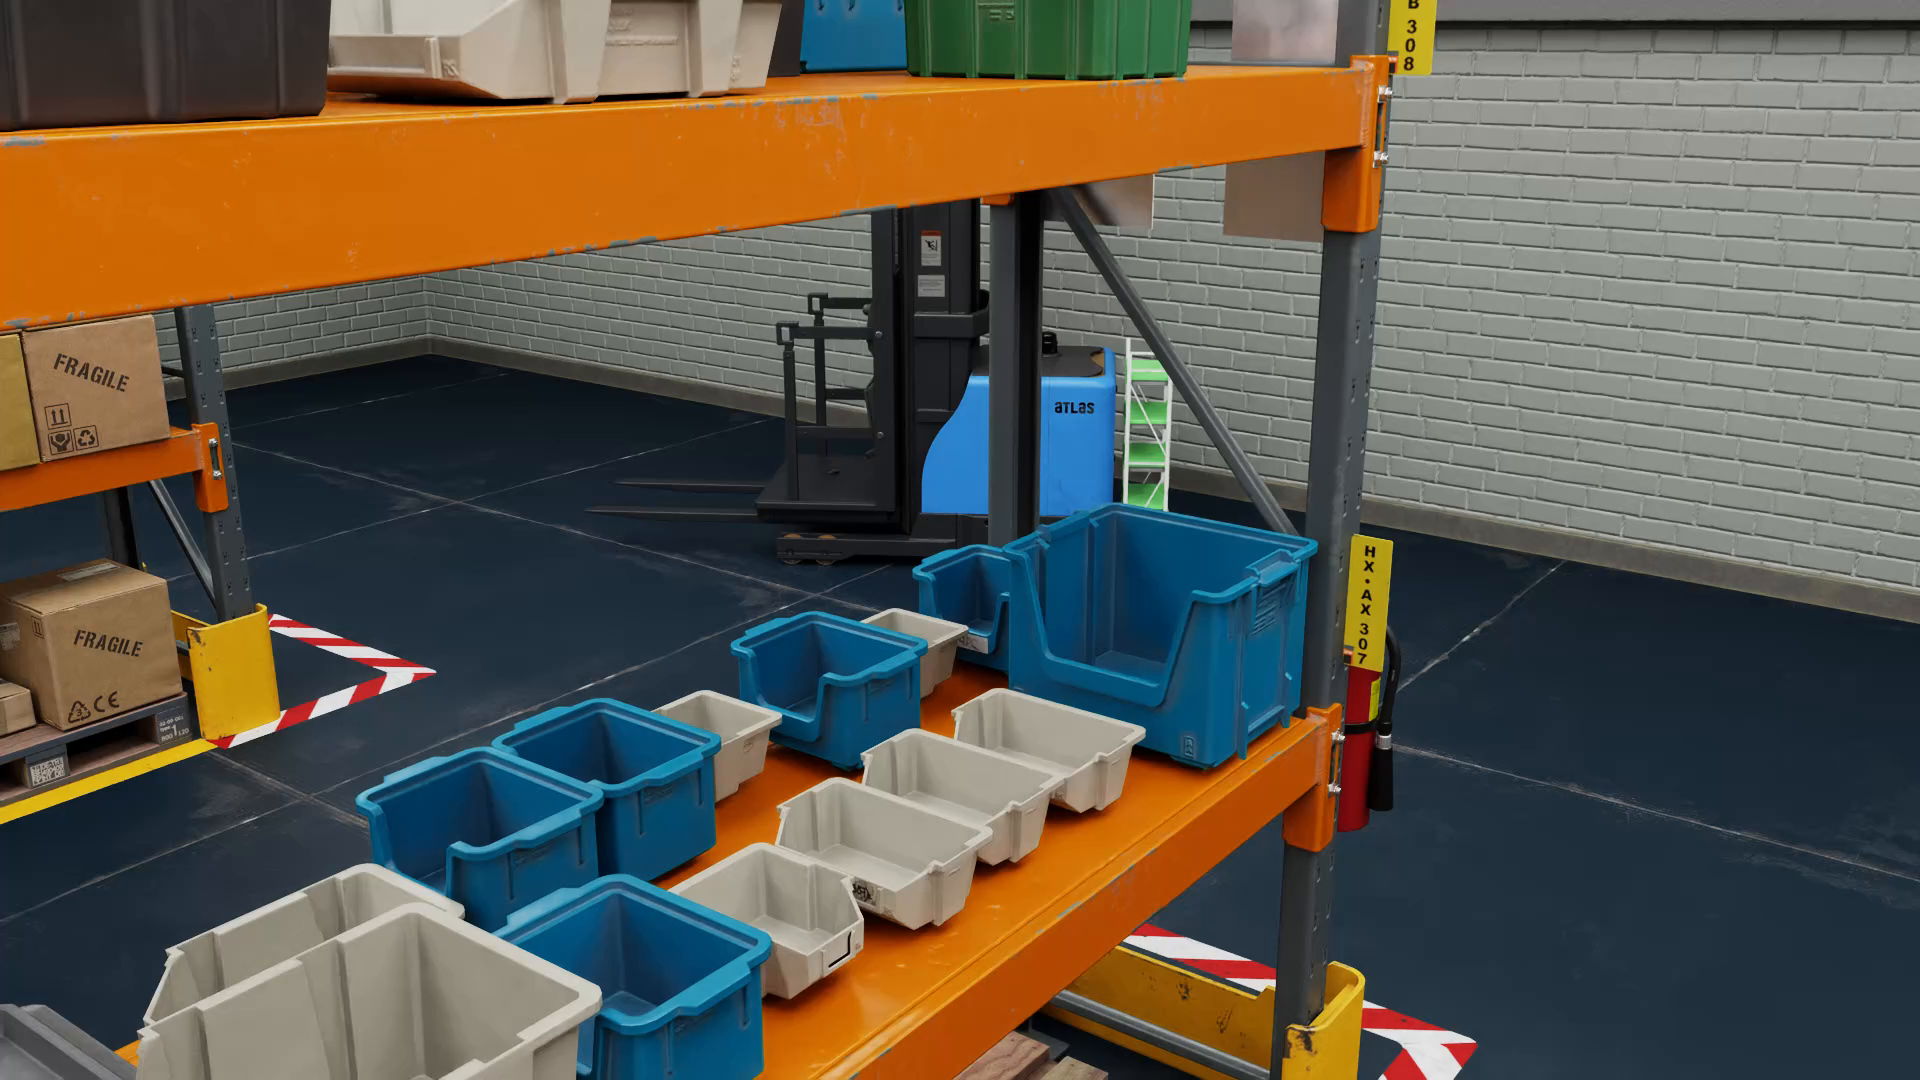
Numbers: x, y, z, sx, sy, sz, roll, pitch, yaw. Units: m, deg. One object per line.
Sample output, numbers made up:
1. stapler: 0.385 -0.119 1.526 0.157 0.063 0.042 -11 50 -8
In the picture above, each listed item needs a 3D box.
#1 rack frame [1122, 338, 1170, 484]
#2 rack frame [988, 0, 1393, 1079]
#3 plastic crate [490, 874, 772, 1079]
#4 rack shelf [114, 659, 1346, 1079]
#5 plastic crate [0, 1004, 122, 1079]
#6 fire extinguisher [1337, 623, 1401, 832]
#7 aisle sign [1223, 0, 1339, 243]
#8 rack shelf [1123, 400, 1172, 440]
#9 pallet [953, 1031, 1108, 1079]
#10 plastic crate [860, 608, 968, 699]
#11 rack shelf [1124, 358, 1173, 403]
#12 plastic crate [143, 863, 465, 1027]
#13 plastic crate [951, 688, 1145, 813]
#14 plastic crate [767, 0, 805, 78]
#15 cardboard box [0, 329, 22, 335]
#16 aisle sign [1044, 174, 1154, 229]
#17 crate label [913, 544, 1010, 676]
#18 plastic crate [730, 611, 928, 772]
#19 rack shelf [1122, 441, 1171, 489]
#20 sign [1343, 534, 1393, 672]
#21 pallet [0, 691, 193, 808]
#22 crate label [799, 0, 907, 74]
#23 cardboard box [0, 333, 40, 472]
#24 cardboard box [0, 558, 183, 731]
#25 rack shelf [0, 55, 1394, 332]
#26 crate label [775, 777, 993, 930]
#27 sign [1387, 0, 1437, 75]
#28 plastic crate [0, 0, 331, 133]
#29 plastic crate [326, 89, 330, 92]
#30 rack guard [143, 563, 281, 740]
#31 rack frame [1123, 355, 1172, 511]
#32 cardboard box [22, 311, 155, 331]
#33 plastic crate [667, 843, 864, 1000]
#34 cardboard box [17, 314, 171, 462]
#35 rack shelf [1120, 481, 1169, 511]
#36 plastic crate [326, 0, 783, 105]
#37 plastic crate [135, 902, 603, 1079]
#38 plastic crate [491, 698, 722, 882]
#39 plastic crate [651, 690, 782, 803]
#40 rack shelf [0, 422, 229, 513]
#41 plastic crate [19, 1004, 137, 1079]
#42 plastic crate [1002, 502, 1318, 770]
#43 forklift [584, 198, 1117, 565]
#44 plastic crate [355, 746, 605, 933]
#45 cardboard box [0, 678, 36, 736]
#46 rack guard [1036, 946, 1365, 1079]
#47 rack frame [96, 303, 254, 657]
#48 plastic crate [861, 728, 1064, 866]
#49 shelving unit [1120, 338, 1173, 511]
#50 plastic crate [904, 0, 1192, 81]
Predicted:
1. rack frame: 1.057 -0.557 9.515 0.240 1.200 0.015 1 17 4
2. rack frame: 0.511 0.134 4.253 1.000 3.000 0.127 12 21 35
3. plastic crate: -0.507 0.720 2.548 0.416 0.233 0.300 12 21 35
4. rack shelf: -0.681 0.954 2.826 1.077 0.370 4.000 12 21 35
5. plastic crate: -1.139 0.860 1.709 0.402 0.464 0.583 12 21 35
6. fire extinguisher: 0.966 0.394 4.177 0.296 0.674 0.183 12 21 35
7. aisle sign: 0.789 -1.072 3.756 0.394 0.787 0.004 12 21 35
8. rack shelf: 1.037 -0.653 9.231 0.258 0.148 0.480 1 17 4
9. pallet: -0.012 1.656 4.056 1.003 0.211 1.213 12 21 35
10. plastic crate: -0.158 0.294 4.082 0.250 0.136 0.298 12 21 35
11. rack shelf: 1.037 -0.883 9.160 0.258 0.148 0.480 1 17 4
12. plastic crate: -1.076 0.717 2.722 0.293 0.136 0.466 12 21 35
13. plastic crate: 0.170 0.458 3.555 0.396 0.136 0.243 12 21 35
14. plastic crate: -0.620 -0.953 2.802 0.504 0.338 0.767 12 21 35
15. cardboard box: -3.810 -0.992 6.026 0.500 0.500 0.500 13 22 36
16. aisle sign: 0.315 -1.177 4.092 0.394 0.787 0.004 12 21 35
17. crate label: 0.099 0.186 4.267 0.416 0.233 0.303 12 21 35
18. plastic crate: -0.293 0.343 3.762 0.416 0.233 0.300 12 21 35
19. rack shelf: 1.037 -0.424 9.302 0.258 0.148 0.480 1 17 4
20. sign: 0.962 0.150 3.928 0.100 0.325 0.005 12 21 35
21. pallet: -3.984 0.798 6.818 1.003 0.211 1.213 12 21 35
22. crate label: -0.298 -1.064 3.306 0.408 0.251 0.502 12 21 35
23. cardboard box: -3.819 -0.511 6.161 0.500 0.500 0.500 13 21 35
24. cardboard box: -3.591 0.415 6.823 0.500 0.500 0.500 12 21 35
25. rack shelf: -0.681 -0.478 2.381 1.077 0.370 4.000 12 21 35
26. crate label: -0.160 0.595 3.113 0.396 0.136 0.243 12 21 35
27. sign: 0.962 -1.155 3.523 0.100 0.325 0.005 12 21 35
28. plastic crate: -0.912 -0.530 1.556 0.497 0.269 0.590 12 21 35
29. plastic crate: -1.057 -0.768 2.302 0.437 0.282 0.530 12 21 35
30. rack guard: -3.510 0.470 7.387 1.175 0.500 0.348 12 21 35
31. rack frame: 1.017 -0.413 9.051 0.240 1.200 0.015 1 17 4
32. cardboard box: -3.509 -1.112 6.414 0.500 0.500 0.500 12 21 34
33. plastic crate: -0.322 0.669 2.876 0.298 0.136 0.250 12 21 35
34. cardboard box: -3.513 -0.635 6.561 0.500 0.500 0.500 13 22 36
35. rack shelf: 1.037 -0.195 9.373 0.258 0.148 0.480 1 17 4
36. plastic crate: -0.521 -0.636 2.121 0.437 0.136 0.530 12 21 35
37. plastic crate: -0.815 0.784 2.260 0.437 0.282 0.530 12 21 35
38. plastic crate: -0.685 0.500 3.257 0.416 0.233 0.300 12 21 35
39. plastic crate: -0.562 0.456 3.562 0.250 0.136 0.298 12 21 35
40. rack shelf: -4.657 0.078 5.647 1.077 0.370 4.000 12 21 35
41. plastic crate: -1.421 0.876 2.228 0.437 0.125 0.590 12 21 35
42. plastic crate: 0.461 0.202 3.876 0.616 0.435 0.499 12 21 35
43. forklift: -0.620 -1.415 9.359 3.031 2.935 1.130 1 17 5
44. plastic crate: -0.864 0.571 3.027 0.416 0.233 0.300 12 21 35
45. cardboard box: -3.905 0.655 6.613 0.380 0.166 0.250 12 21 35
46. rack guard: 0.515 1.320 4.650 1.175 0.500 0.348 12 21 35
47. rack frame: -3.465 -0.742 7.075 1.000 3.000 0.127 12 21 35
48. plastic crate: -0.014 0.524 3.341 0.396 0.136 0.243 12 21 35
49. shelving unit: 1.037 -0.485 9.283 0.258 1.200 0.503 1 17 4
50. plastic crate: 0.153 -0.912 2.921 0.450 0.188 0.336 12 21 35
